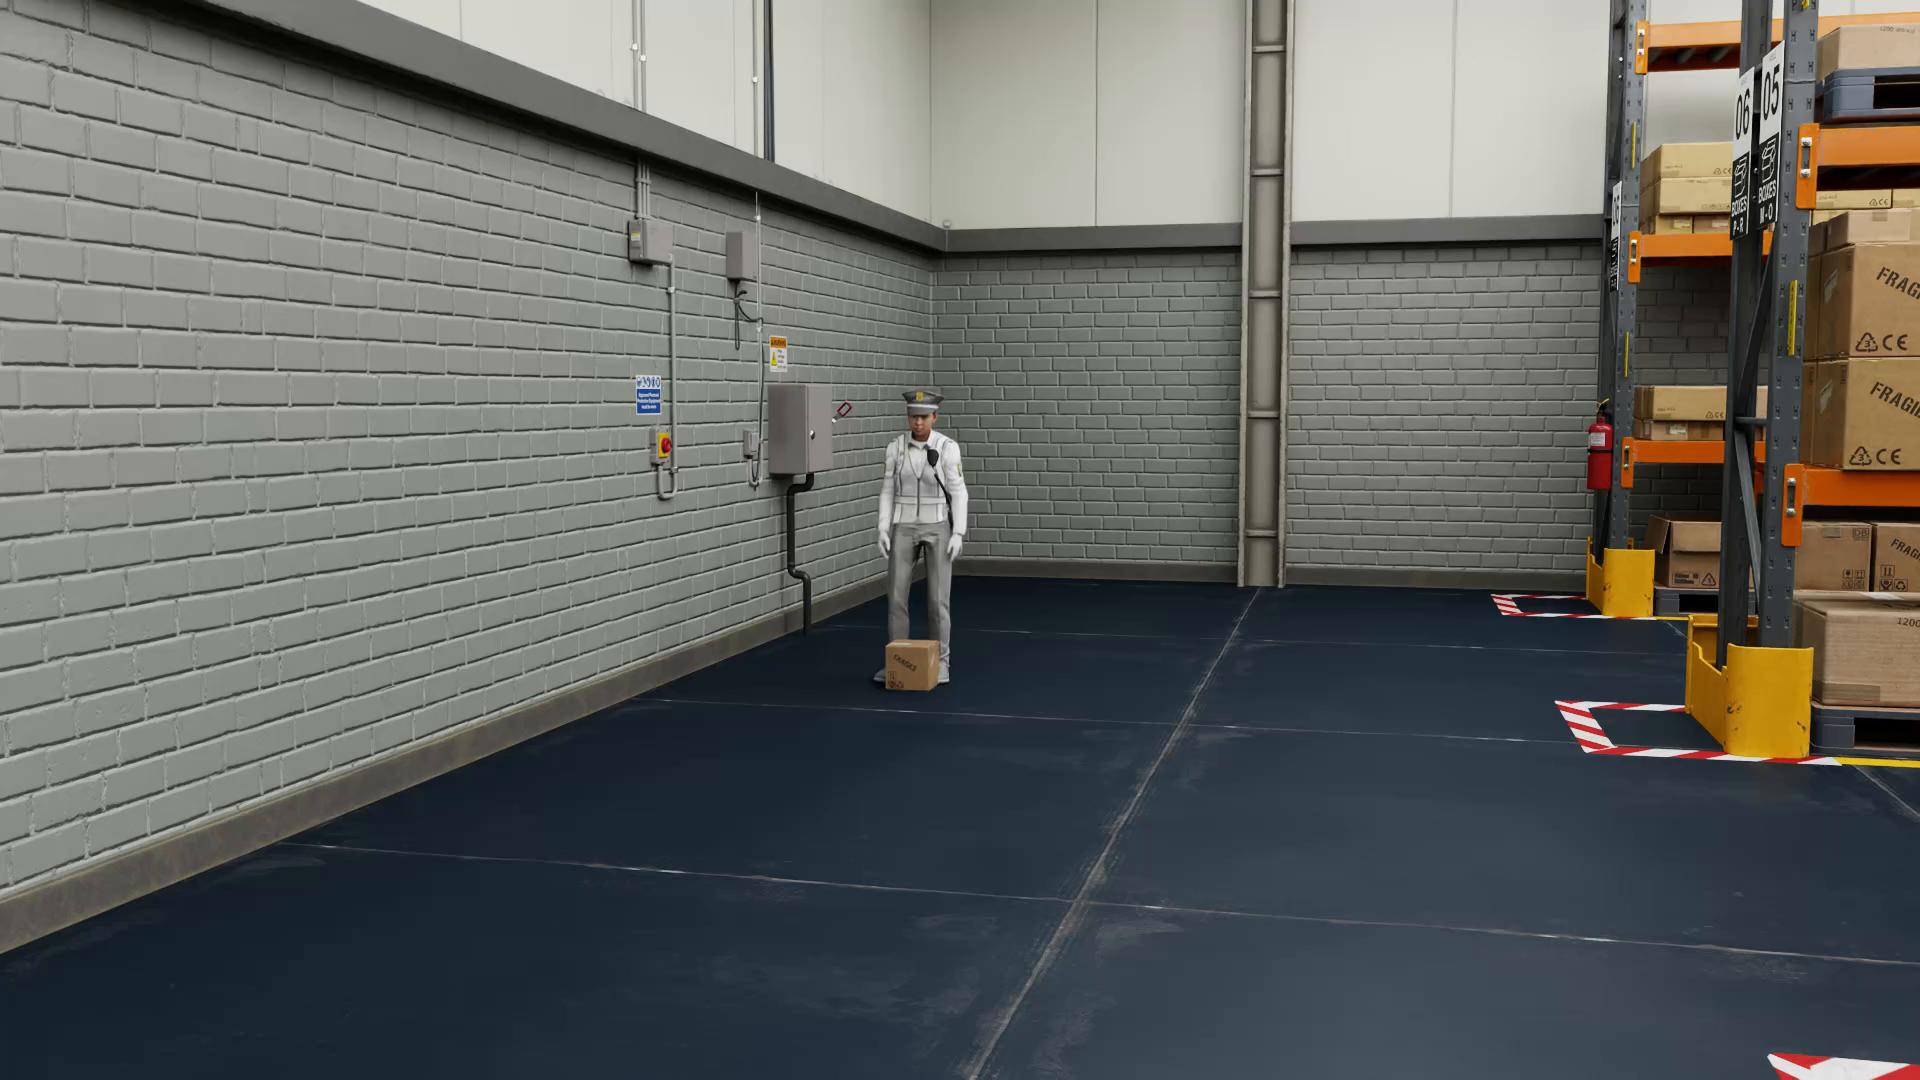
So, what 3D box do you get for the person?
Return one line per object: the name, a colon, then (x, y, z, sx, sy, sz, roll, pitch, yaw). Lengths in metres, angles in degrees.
person: (-0.219, -0.022, 9.512, 0.518, 1.663, 0.368, 1, 5, 12)
